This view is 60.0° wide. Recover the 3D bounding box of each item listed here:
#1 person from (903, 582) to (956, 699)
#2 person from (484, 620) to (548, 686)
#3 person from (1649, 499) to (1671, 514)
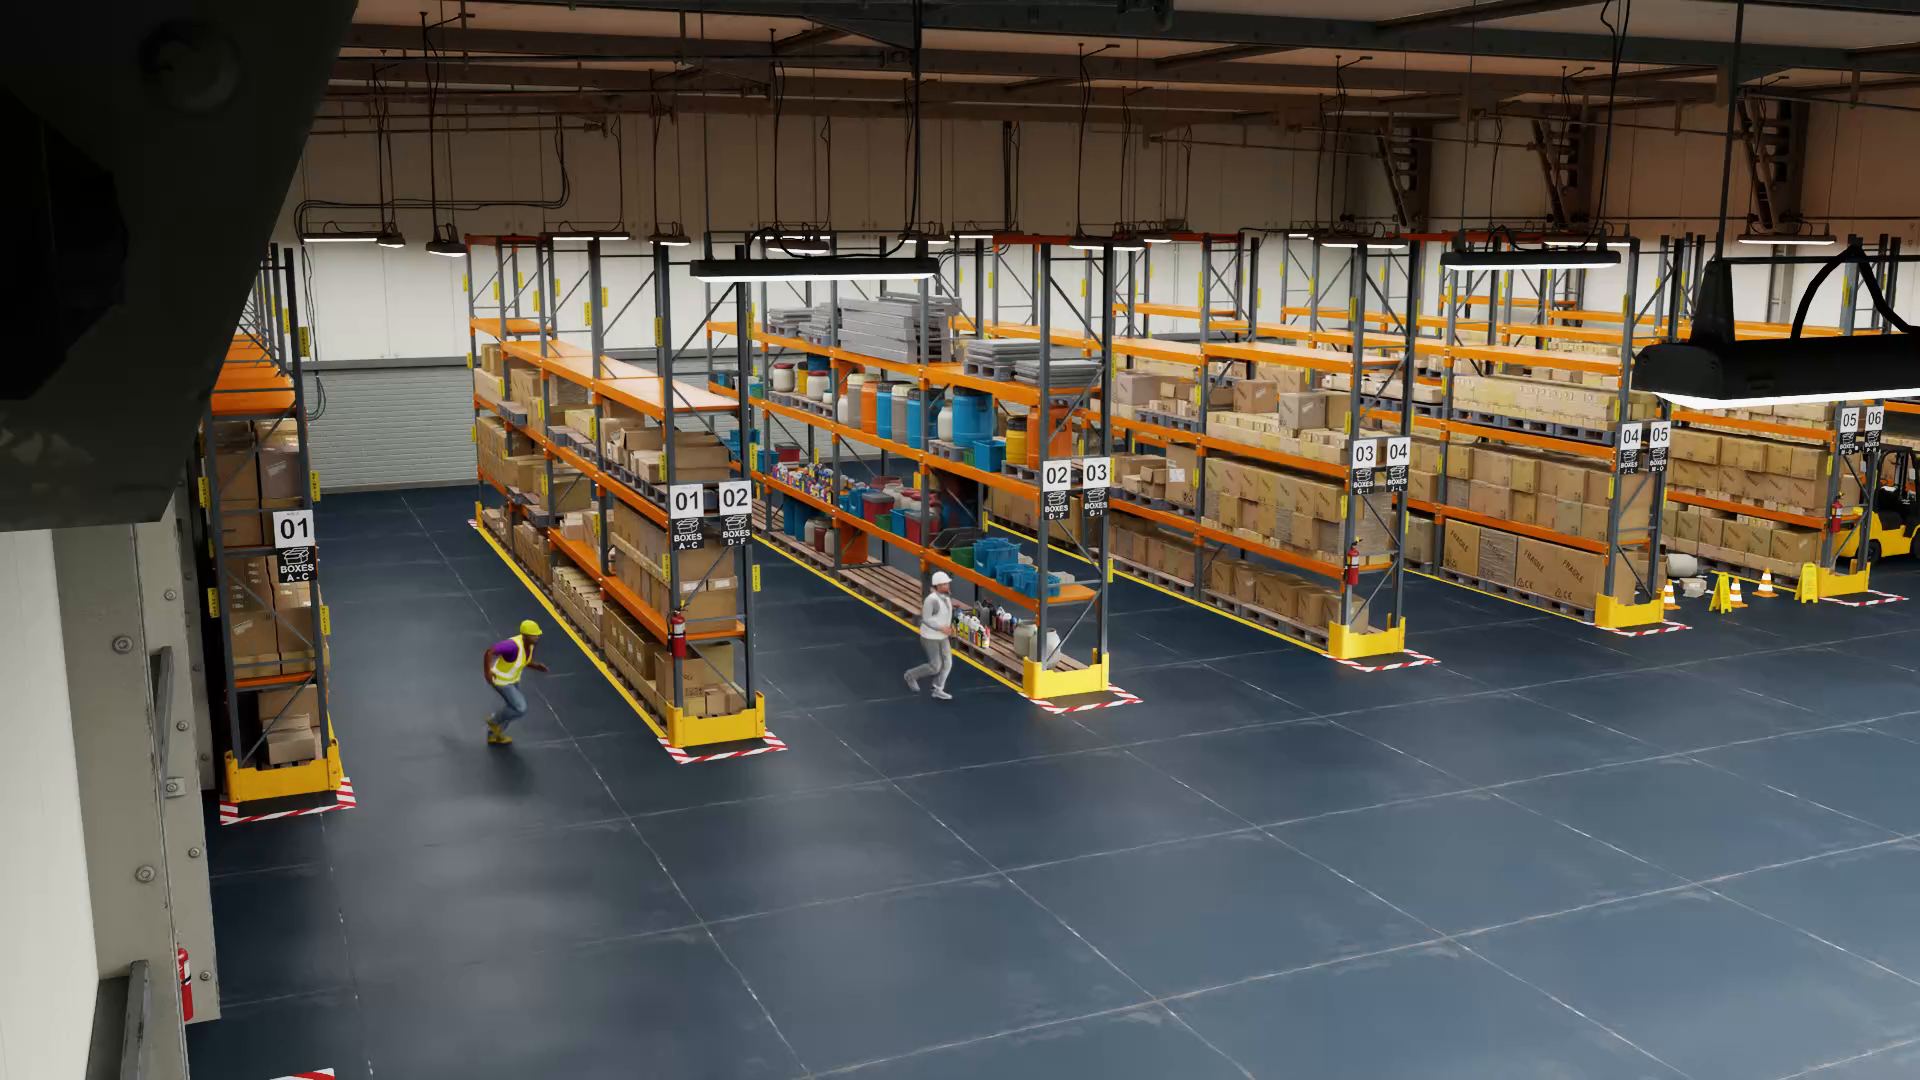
[{"bbox_3d":[-0.378,1.280,22.048,0.758,1.676,0.655,6,12,28],"label":"person"},{"bbox_3d":[-5.339,1.356,19.950,0.701,0.802,0.744,3,12,17],"label":"person"},{"bbox_3d":[14.307,-0.928,33.676,0.627,1.618,0.548,-7,13,-32],"label":"person"}]
